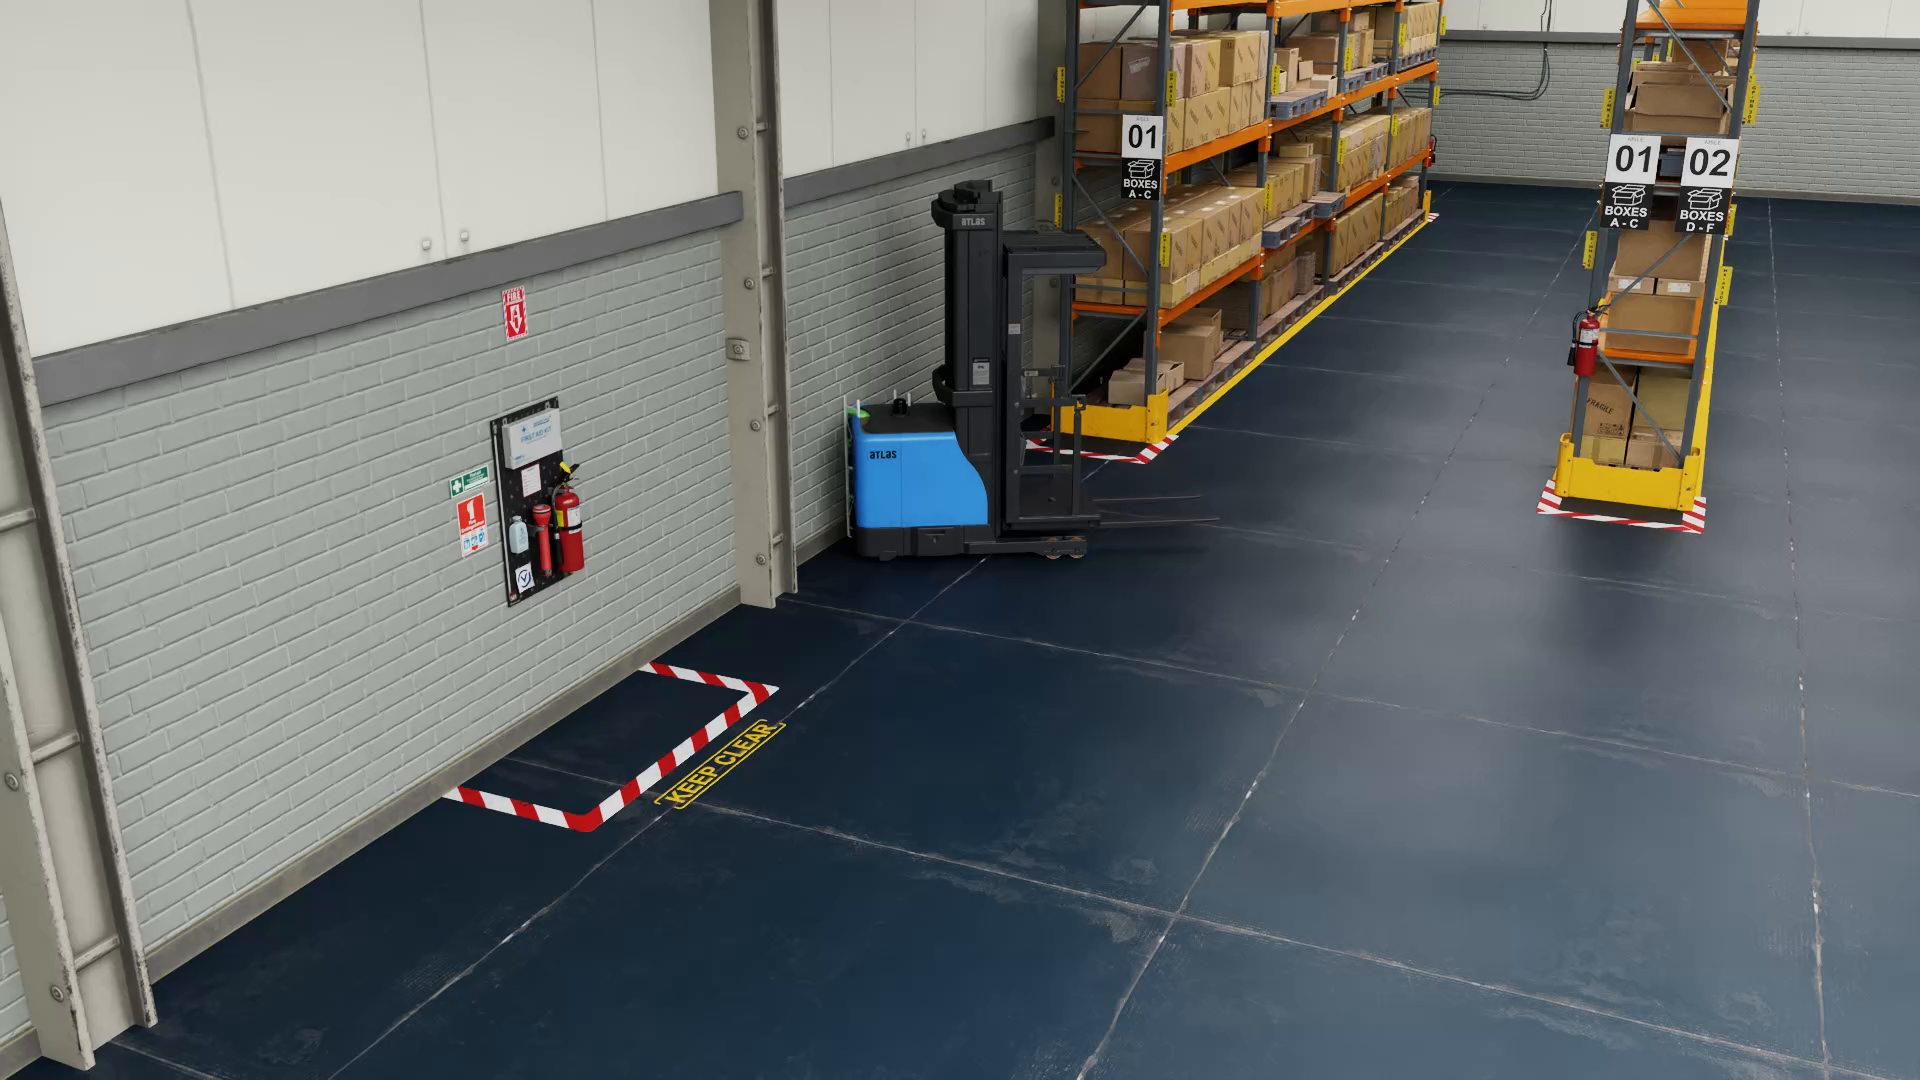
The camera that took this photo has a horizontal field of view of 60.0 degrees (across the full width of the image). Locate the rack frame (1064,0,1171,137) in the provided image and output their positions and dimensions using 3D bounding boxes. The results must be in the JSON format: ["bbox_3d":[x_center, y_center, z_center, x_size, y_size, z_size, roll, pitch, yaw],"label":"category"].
[{"bbox_3d":[1.486,-5.307,15.461,1.000,3.000,0.127,9,21,23],"label":"rack frame"}]

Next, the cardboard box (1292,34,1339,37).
[{"bbox_3d":[5.077,-6.919,23.665,0.700,0.500,0.500,7,21,20],"label":"cardboard box"}]

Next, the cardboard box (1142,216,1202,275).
[{"bbox_3d":[2.167,-3.027,17.078,0.500,0.500,0.500,9,21,23],"label":"cardboard box"}]

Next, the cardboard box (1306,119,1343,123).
[{"bbox_3d":[5.565,-6.279,25.406,0.500,0.250,0.500,8,21,21],"label":"cardboard box"}]

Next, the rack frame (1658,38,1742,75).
[{"bbox_3d":[9.282,-7.074,20.430,1.000,3.000,0.127,9,21,23],"label":"rack frame"}]

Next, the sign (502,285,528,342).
[{"bbox_3d":[-2.615,-1.332,9.778,0.001,0.298,0.199,9,21,23],"label":"sign"}]

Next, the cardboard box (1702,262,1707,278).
[{"bbox_3d":[6.678,-2.479,15.345,0.380,0.149,0.250,8,21,22],"label":"cardboard box"}]

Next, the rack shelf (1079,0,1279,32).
[{"bbox_3d":[2.305,-5.578,17.301,1.077,0.370,4.000,9,21,23],"label":"rack shelf"}]

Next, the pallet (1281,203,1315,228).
[{"bbox_3d":[3.988,-4.225,21.658,1.003,0.211,1.213,9,21,23],"label":"pallet"}]

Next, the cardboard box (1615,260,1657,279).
[{"bbox_3d":[6.305,-2.532,15.496,0.380,0.149,0.250,9,21,23],"label":"cardboard box"}]

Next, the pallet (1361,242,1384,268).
[{"bbox_3d":[6.152,-4.589,26.556,1.003,0.211,1.213,9,21,23],"label":"pallet"}]

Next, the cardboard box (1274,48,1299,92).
[{"bbox_3d":[3.925,-5.894,20.814,0.500,0.500,0.500,8,21,21],"label":"cardboard box"}]

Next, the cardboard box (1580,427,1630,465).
[{"bbox_3d":[5.956,-0.909,15.524,0.500,0.250,0.500,9,21,23],"label":"cardboard box"}]

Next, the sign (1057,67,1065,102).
[{"bbox_3d":[0.987,-4.393,16.047,0.100,0.325,0.005,9,21,23],"label":"sign"}]

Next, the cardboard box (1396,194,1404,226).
[{"bbox_3d":[7.220,-5.693,28.604,0.700,0.500,0.500,9,22,24],"label":"cardboard box"}]

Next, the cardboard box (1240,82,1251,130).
[{"bbox_3d":[2.924,-4.832,18.423,0.500,0.500,0.500,7,21,18],"label":"cardboard box"}]

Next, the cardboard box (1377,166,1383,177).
[{"bbox_3d":[6.438,-5.817,26.194,0.380,0.149,0.250,9,21,24],"label":"cardboard box"}]

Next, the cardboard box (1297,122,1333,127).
[{"bbox_3d":[5.347,-6.120,24.959,0.500,0.250,0.500,8,21,21],"label":"cardboard box"}]

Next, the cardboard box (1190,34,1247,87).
[{"bbox_3d":[2.747,-5.124,17.751,0.500,0.500,0.500,8,21,21],"label":"cardboard box"}]

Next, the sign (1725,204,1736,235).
[{"bbox_3d":[8.151,-3.394,17.626,0.100,0.325,0.005,9,21,23],"label":"sign"}]

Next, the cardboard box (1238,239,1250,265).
[{"bbox_3d":[2.995,-3.304,18.977,0.500,0.250,0.500,9,21,23],"label":"cardboard box"}]

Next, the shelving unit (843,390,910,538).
[{"bbox_3d":[-0.683,-0.624,13.932,0.503,1.200,0.258,-10,18,-32],"label":"shelving unit"}]

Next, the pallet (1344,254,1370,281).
[{"bbox_3d":[5.654,-4.214,25.504,1.003,0.211,1.213,9,21,23],"label":"pallet"}]

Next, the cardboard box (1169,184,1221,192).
[{"bbox_3d":[2.741,-3.880,19.477,0.500,0.500,0.500,8,21,21],"label":"cardboard box"}]

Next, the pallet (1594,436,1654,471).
[{"bbox_3d":[6.281,-0.727,15.699,1.003,0.211,1.213,9,21,23],"label":"pallet"}]

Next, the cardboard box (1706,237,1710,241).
[{"bbox_3d":[7.310,-2.954,16.681,0.380,0.149,0.250,8,21,22],"label":"cardboard box"}]

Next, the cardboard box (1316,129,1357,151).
[{"bbox_3d":[5.402,-5.744,23.900,0.500,0.250,0.500,8,21,22],"label":"cardboard box"}]

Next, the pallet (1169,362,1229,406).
[{"bbox_3d":[2.383,-1.805,18.729,1.003,0.211,1.213,9,21,23],"label":"pallet"}]

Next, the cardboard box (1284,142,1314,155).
[{"bbox_3d":[4.648,-5.376,22.836,0.380,0.149,0.250,6,20,16],"label":"cardboard box"}]

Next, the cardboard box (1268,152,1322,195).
[{"bbox_3d":[4.578,-5.035,22.845,0.700,0.500,0.500,6,20,16],"label":"cardboard box"}]

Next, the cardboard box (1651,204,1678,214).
[{"bbox_3d":[6.441,-2.779,15.220,0.700,0.500,0.500,8,21,21],"label":"cardboard box"}]

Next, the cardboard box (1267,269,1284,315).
[{"bbox_3d":[3.821,-3.275,21.775,0.700,0.500,0.500,9,21,23],"label":"cardboard box"}]

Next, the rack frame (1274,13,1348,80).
[{"bbox_3d":[4.762,-7.752,22.338,1.000,3.000,0.127,9,21,23],"label":"rack frame"}]

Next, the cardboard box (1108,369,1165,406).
[{"bbox_3d":[1.851,-1.620,17.403,0.500,0.311,0.500,6,20,17],"label":"cardboard box"}]

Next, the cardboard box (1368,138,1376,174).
[{"bbox_3d":[6.027,-5.860,25.346,0.500,0.500,0.500,9,21,23],"label":"cardboard box"}]

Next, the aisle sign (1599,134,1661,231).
[{"bbox_3d":[5.712,-3.047,14.180,0.394,0.787,0.004,9,21,23],"label":"aisle sign"}]

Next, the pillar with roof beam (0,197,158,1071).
[{"bbox_3d":[-0.003,-1.380,4.421,9.100,9.000,0.400,9,21,23],"label":"pillar with roof beam"}]

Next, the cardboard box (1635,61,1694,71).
[{"bbox_3d":[7.198,-4.631,17.052,0.500,0.500,0.500,10,22,27],"label":"cardboard box"}]

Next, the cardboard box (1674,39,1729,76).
[{"bbox_3d":[7.933,-5.101,17.838,0.500,0.500,0.500,9,21,23],"label":"cardboard box"}]

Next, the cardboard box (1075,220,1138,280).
[{"bbox_3d":[1.485,-2.946,16.850,0.500,0.500,0.500,8,21,22],"label":"cardboard box"}]

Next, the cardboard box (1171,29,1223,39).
[{"bbox_3d":[2.662,-5.533,18.903,0.500,0.500,0.500,9,21,24],"label":"cardboard box"}]

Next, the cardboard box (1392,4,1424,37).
[{"bbox_3d":[7.349,-8.579,27.467,0.500,0.500,0.500,9,21,23],"label":"cardboard box"}]

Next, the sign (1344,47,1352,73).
[{"bbox_3d":[5.256,-6.508,22.543,0.100,0.325,0.005,9,21,23],"label":"sign"}]

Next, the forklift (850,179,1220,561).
[{"bbox_3d":[0.619,-1.403,13.539,3.031,2.935,1.130,-2,20,-6],"label":"forklift"}]

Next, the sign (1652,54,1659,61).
[{"bbox_3d":[8.788,-5.979,21.057,0.100,0.325,0.005,9,21,23],"label":"sign"}]

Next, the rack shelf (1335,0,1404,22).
[{"bbox_3d":[5.581,-7.836,24.244,1.077,0.370,4.000,9,21,23],"label":"rack shelf"}]

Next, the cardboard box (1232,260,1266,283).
[{"bbox_3d":[3.587,-3.448,21.143,0.500,0.250,0.500,8,21,22],"label":"cardboard box"}]

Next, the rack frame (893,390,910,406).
[{"bbox_3d":[-0.481,-0.662,14.063,0.015,1.200,0.240,-10,18,-32],"label":"rack frame"}]

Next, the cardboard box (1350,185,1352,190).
[{"bbox_3d":[5.609,-5.283,24.692,0.380,0.149,0.250,9,21,24],"label":"cardboard box"}]

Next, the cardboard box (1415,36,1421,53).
[{"bbox_3d":[7.348,-8.223,27.585,0.500,0.250,0.500,8,21,21],"label":"cardboard box"}]

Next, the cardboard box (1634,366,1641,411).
[{"bbox_3d":[6.825,-1.499,16.063,0.500,0.500,0.500,9,21,23],"label":"cardboard box"}]

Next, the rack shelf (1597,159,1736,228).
[{"bbox_3d":[6.825,-3.487,15.895,1.077,0.370,4.000,9,21,23],"label":"rack shelf"}]

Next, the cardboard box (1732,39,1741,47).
[{"bbox_3d":[11.419,-7.689,24.994,0.700,0.500,0.500,9,21,23],"label":"cardboard box"}]
